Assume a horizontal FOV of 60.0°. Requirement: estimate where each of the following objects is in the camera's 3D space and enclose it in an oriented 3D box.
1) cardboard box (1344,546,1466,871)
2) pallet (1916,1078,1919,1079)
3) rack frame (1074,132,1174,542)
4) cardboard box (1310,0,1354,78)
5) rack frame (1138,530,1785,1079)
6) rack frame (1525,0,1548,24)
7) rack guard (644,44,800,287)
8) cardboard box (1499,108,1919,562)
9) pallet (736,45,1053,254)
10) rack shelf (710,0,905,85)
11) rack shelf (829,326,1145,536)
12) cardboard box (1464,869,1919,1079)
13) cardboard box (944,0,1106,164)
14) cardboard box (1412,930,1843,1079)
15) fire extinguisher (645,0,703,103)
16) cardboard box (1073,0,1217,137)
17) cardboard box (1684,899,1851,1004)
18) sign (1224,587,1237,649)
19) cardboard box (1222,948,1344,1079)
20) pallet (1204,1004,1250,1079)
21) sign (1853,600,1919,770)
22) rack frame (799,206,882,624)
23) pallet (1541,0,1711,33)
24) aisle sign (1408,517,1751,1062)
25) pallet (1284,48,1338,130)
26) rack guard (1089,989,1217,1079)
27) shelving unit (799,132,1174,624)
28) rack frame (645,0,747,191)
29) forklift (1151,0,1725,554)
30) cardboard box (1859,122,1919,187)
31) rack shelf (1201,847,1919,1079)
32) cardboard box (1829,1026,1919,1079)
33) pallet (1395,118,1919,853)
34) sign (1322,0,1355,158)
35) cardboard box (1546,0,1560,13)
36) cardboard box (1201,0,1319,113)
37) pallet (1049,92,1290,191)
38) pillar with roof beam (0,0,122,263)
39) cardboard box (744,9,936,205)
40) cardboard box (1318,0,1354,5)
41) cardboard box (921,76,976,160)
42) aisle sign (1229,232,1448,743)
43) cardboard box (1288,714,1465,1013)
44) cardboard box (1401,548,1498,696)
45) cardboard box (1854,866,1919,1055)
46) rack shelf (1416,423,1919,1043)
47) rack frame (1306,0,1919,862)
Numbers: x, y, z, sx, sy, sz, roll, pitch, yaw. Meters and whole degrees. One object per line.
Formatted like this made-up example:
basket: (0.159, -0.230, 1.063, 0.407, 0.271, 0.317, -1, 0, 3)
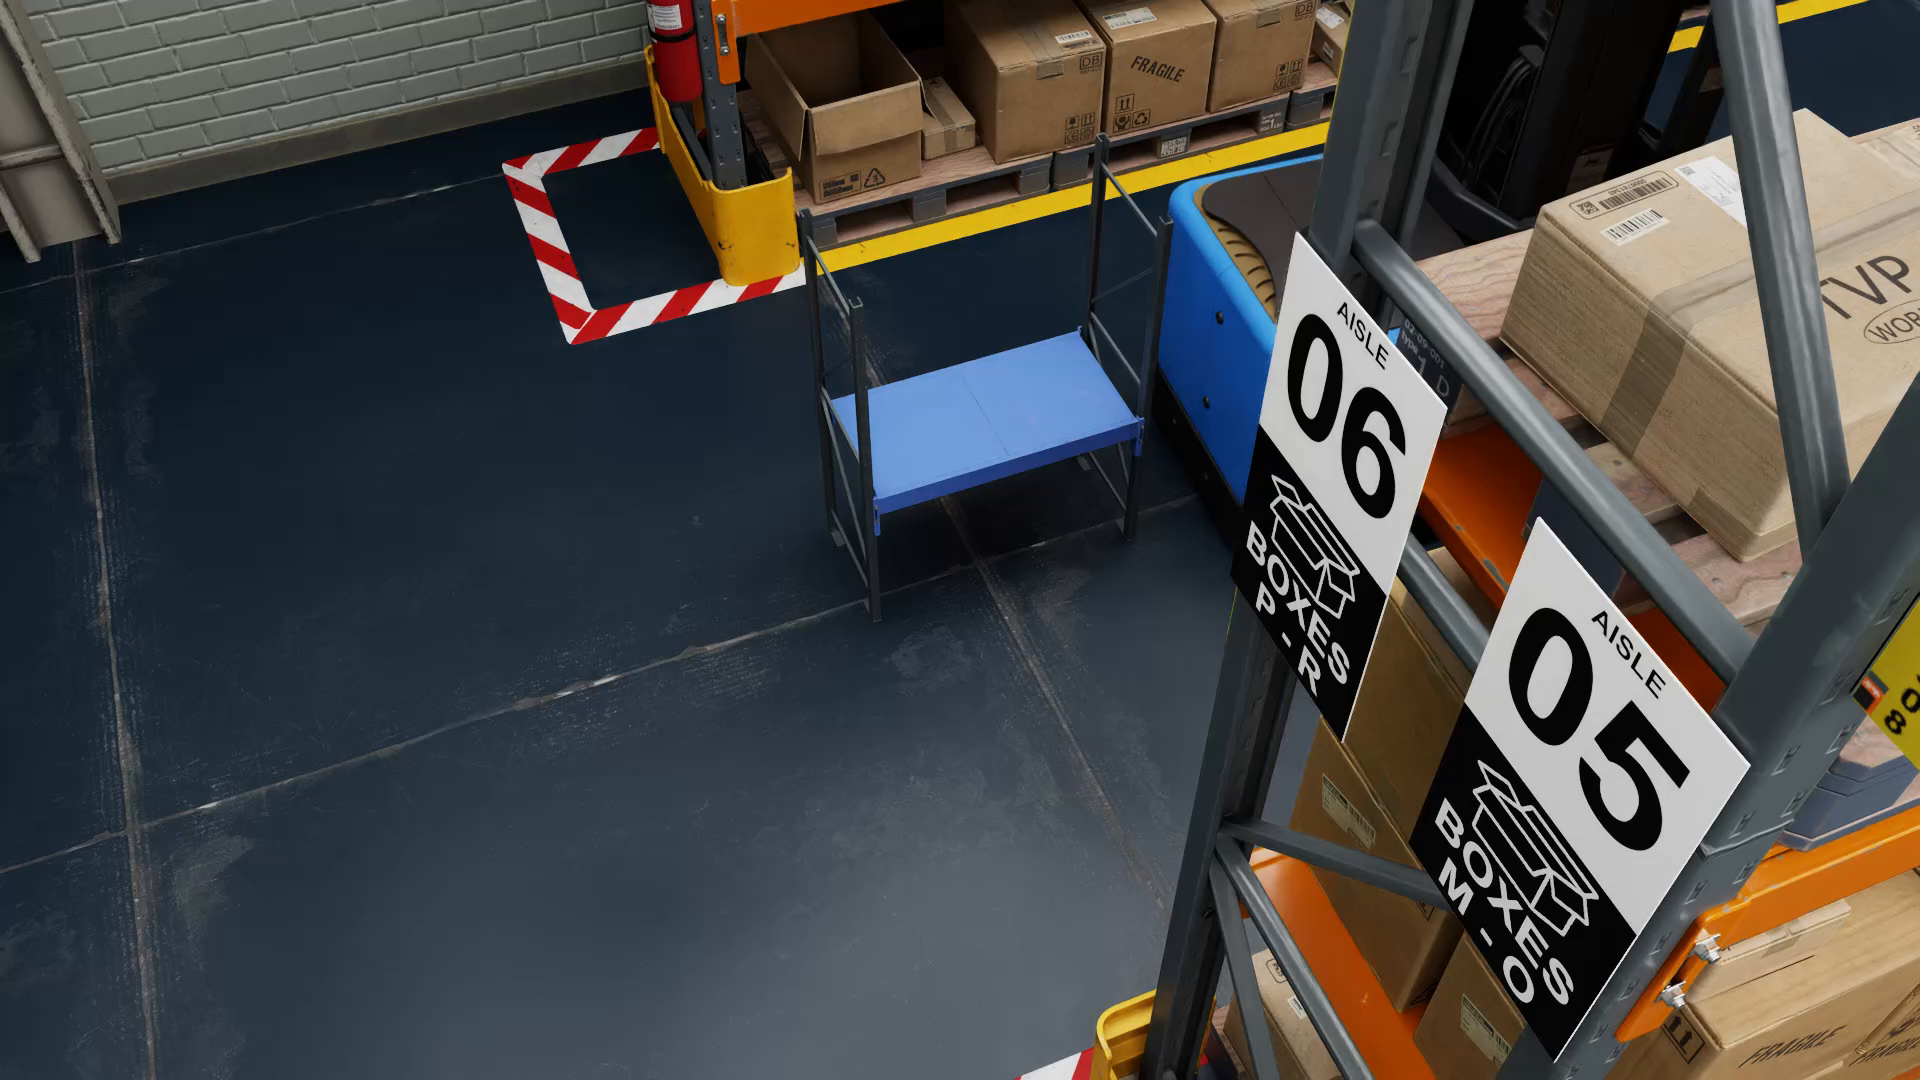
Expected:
cardboard box: (1.106, 0.325, 3.268, 0.500, 0.500, 0.500, -16, 51, -13)
pallet: (2.588, 1.266, 5.023, 1.213, 0.211, 1.003, -17, 52, -14)
rack frame: (0.550, -0.659, 5.827, 0.032, 1.500, 0.500, -17, 52, -14)
cardboard box: (1.837, -2.421, 7.877, 0.258, 0.266, 0.396, -16, 51, -13)
rack frame: (0.750, 0.989, 3.423, 0.127, 3.000, 1.000, -17, 52, -14)
rack frame: (2.572, -3.643, 7.402, 0.127, 3.000, 1.000, -17, 52, -14)
rack guard: (-1.060, -1.703, 7.383, 0.348, 0.500, 1.175, -17, 52, -14)
cardboard box: (1.132, -0.301, 2.310, 0.500, 0.250, 0.500, -22, 53, -18)
pallet: (-0.322, -1.838, 7.690, 1.213, 0.211, 1.003, -17, 52, -14)
rack shelf: (0.721, -2.835, 7.182, 4.000, 0.370, 1.077, -17, 52, -14)
rack shelf: (0.079, -0.396, 5.838, 1.000, 0.185, 0.538, -17, 52, -14)
cardboard box: (1.302, 0.693, 2.952, 0.500, 0.500, 0.500, -18, 52, -15)
cardboard box: (0.278, -2.145, 7.486, 0.500, 0.500, 0.700, -15, 51, -13)
cardboard box: (1.303, 1.021, 3.330, 0.500, 0.500, 0.500, -18, 52, -15)
fire extinguisher: (-1.092, -1.982, 6.272, 0.183, 0.674, 0.296, -17, 52, -14)
cardboard box: (0.805, -2.226, 7.556, 0.500, 0.500, 0.500, -16, 51, -14)
cardboard box: (1.183, 0.512, 2.680, 0.250, 0.149, 0.380, -16, 51, -13)
sign: (0.557, 0.150, 3.225, 0.005, 0.325, 0.100, -17, 52, -14)
cardboard box: (1.323, 1.428, 4.459, 0.875, 0.438, 0.875, -19, 52, -15)
pallet: (1.460, 1.613, 4.725, 1.213, 0.211, 1.003, -17, 52, -14)
sign: (0.954, 0.093, 1.587, 0.005, 0.325, 0.100, -17, 52, -14)
rack frame: (-0.392, -0.367, 5.577, 0.032, 1.500, 0.500, -17, 52, -14)
pallet: (3.311, -2.995, 8.683, 1.213, 0.211, 1.003, -17, 52, -14)
aisle sign: (0.793, 0.367, 2.244, 0.004, 0.787, 0.394, -17, 52, -14)
pallet: (1.936, -2.538, 8.291, 1.213, 0.211, 1.003, -17, 52, -14)
rack guard: (0.727, 1.810, 4.366, 0.348, 0.500, 1.175, -17, 52, -14)
shelving unit: (0.079, -0.513, 5.702, 1.048, 1.500, 0.538, -17, 52, -14)
rack frame: (-1.131, -2.496, 6.416, 0.127, 3.000, 1.000, -17, 52, -14)
forklift: (2.308, -1.523, 5.626, 3.031, 2.935, 1.130, -14, 51, -12)
cardboard box: (1.490, -0.444, 2.500, 0.250, 0.149, 0.380, -21, 52, -17)
rack shelf: (2.601, 0.650, 4.189, 4.000, 0.370, 1.077, -17, 52, -14)
cardboard box: (1.760, 0.856, 3.472, 0.500, 0.500, 0.500, -18, 52, -15)
pallet: (1.433, -0.179, 2.508, 1.213, 0.211, 1.003, -17, 52, -14)
sign: (0.557, -0.636, 2.310, 0.005, 0.325, 0.100, -17, 52, -14)
cardboard box: (3.105, -2.946, 8.174, 0.500, 0.500, 0.500, -15, 51, -13)
cardboard box: (1.239, -2.443, 7.741, 0.500, 0.500, 0.700, -19, 52, -16)
pallet: (0.805, -2.185, 7.988, 1.213, 0.211, 1.003, -17, 52, -14)
pillar with roof beam: (-2.340, -1.286, 1.423, 0.400, 9.000, 9.100, -17, 52, -14)
cardboard box: (-0.528, -1.928, 7.297, 0.637, 0.503, 0.797, -19, 52, -16)
cardboard box: (1.872, -2.880, 8.242, 0.500, 0.311, 0.500, -16, 51, -13)
cardboard box: (-0.120, -1.907, 7.513, 0.250, 0.149, 0.380, -19, 52, -16)
aisle sign: (0.566, -0.055, 2.606, 0.004, 0.787, 0.394, -17, 52, -14)
cardboard box: (1.096, 0.632, 3.664, 0.500, 0.500, 0.500, -17, 51, -14)
cardboard box: (1.006, 0.176, 2.969, 0.250, 0.149, 0.380, -17, 51, -14)
cardboard box: (1.777, 0.540, 3.084, 0.500, 0.500, 0.500, -18, 52, -15)
rack shelf: (2.601, -0.327, 3.051, 4.000, 0.370, 1.077, -17, 52, -14)
rack frame: (0.750, -0.965, 1.147, 0.127, 3.000, 1.000, -17, 52, -14)
